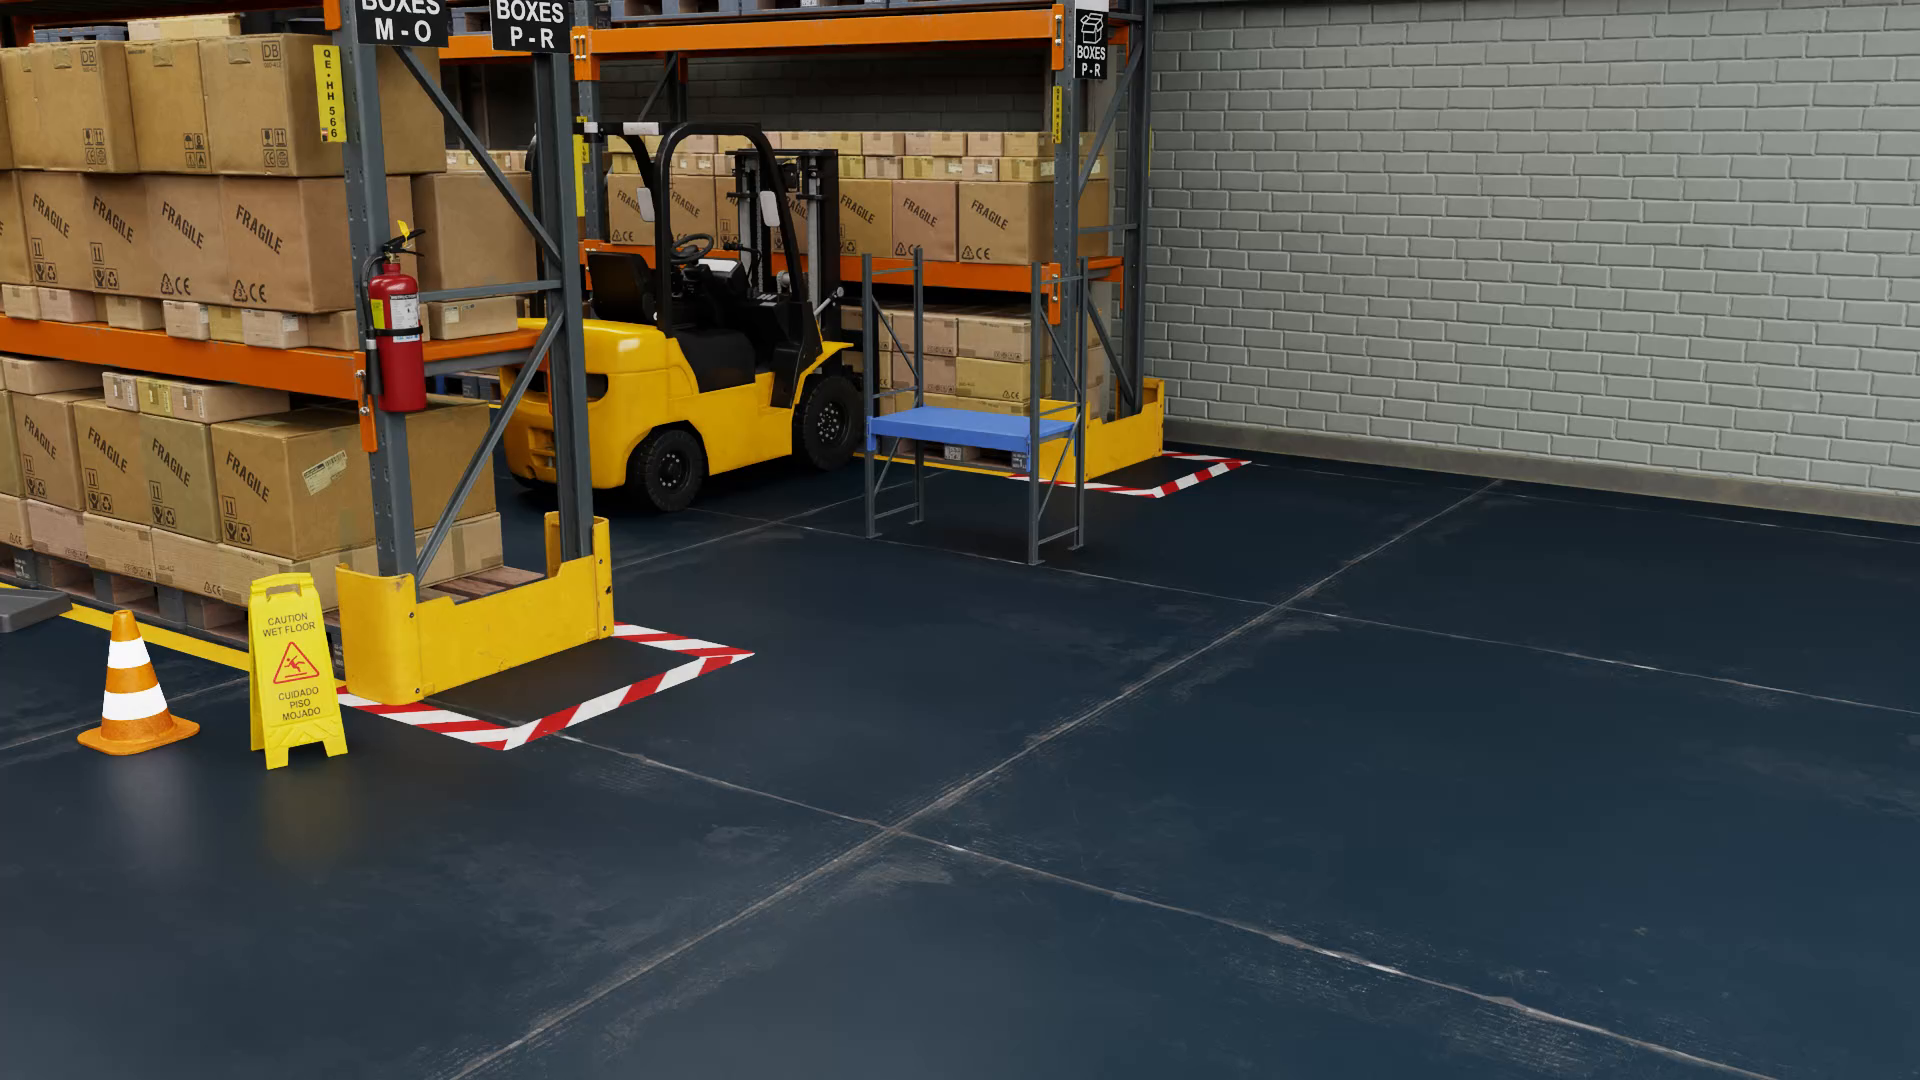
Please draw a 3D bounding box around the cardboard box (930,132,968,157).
[{"bbox_3d":[0.022,-2.513,10.557,0.250,0.149,0.380,10,17,34],"label":"cardboard box"}]

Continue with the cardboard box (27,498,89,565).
[{"bbox_3d":[-3.966,-0.085,7.774,0.500,0.250,0.500,9,16,32],"label":"cardboard box"}]

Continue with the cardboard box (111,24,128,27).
[{"bbox_3d":[-7.884,-4.984,15.912,0.250,0.149,0.380,9,16,31],"label":"cardboard box"}]

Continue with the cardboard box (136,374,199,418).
[{"bbox_3d":[-3.236,-0.626,7.049,0.250,0.149,0.380,10,17,34],"label":"cardboard box"}]

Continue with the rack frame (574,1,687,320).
[{"bbox_3d":[-2.428,-2.479,12.597,0.127,3.000,1.000,9,17,33],"label":"rack frame"}]

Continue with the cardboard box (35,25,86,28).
[{"bbox_3d":[-8.580,-4.963,15.829,0.250,0.149,0.380,9,17,33],"label":"cardboard box"}]

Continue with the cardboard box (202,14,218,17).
[{"bbox_3d":[-6.380,-4.631,14.528,0.250,0.149,0.380,9,16,32],"label":"cardboard box"}]

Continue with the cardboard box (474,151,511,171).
[{"bbox_3d":[-3.526,-2.927,12.849,0.250,0.149,0.380,9,16,31],"label":"cardboard box"}]

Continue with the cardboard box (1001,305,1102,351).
[{"bbox_3d":[0.598,-1.400,11.002,0.500,0.250,0.500,9,16,32],"label":"cardboard box"}]

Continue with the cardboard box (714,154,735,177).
[{"bbox_3d":[-1.483,-2.600,11.528,0.250,0.149,0.380,9,17,32],"label":"cardboard box"}]

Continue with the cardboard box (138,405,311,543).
[{"bbox_3d":[-3.122,-0.311,7.123,0.500,0.500,0.500,10,17,35],"label":"cardboard box"}]

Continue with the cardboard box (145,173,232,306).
[{"bbox_3d":[-2.893,-1.232,6.729,0.500,0.500,0.500,9,17,33],"label":"cardboard box"}]

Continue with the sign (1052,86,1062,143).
[{"bbox_3d":[0.576,-2.514,9.833,0.005,0.325,0.100,9,17,33],"label":"sign"}]

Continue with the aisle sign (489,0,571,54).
[{"bbox_3d":[-1.652,-2.268,6.333,0.004,0.787,0.394,9,17,33],"label":"aisle sign"}]

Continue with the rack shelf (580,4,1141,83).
[{"bbox_3d":[-0.769,-3.318,11.239,4.000,0.370,1.077,9,17,33],"label":"rack shelf"}]

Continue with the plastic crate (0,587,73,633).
[{"bbox_3d":[-4.350,0.302,7.436,0.583,0.080,0.402,3,14,14],"label":"plastic crate"}]

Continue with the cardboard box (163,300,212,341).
[{"bbox_3d":[-3.009,-0.917,6.809,0.250,0.149,0.380,10,17,34],"label":"cardboard box"}]

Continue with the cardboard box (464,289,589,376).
[{"bbox_3d":[-3.507,-1.704,13.532,0.625,0.625,0.875,9,17,32],"label":"cardboard box"}]

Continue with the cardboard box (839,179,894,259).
[{"bbox_3d":[-0.515,-2.145,11.039,0.500,0.500,0.500,9,16,32],"label":"cardboard box"}]

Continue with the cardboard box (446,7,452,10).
[{"bbox_3d":[-4.263,-4.434,13.652,0.250,0.166,0.380,9,17,33],"label":"cardboard box"}]

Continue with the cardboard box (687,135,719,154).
[{"bbox_3d":[-1.689,-2.781,11.637,0.250,0.149,0.380,10,17,34],"label":"cardboard box"}]

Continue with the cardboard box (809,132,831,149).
[{"bbox_3d":[-0.800,-2.661,11.155,0.250,0.149,0.380,9,17,34],"label":"cardboard box"}]

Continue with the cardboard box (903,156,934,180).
[{"bbox_3d":[-0.162,-2.408,10.750,0.250,0.149,0.380,9,17,32],"label":"cardboard box"}]

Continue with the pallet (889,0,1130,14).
[{"bbox_3d":[0.319,-3.456,10.484,1.213,0.211,1.003,9,17,33],"label":"pallet"}]

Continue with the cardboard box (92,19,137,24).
[{"bbox_3d":[-7.751,-4.818,15.244,0.250,0.149,0.380,10,17,34],"label":"cardboard box"}]

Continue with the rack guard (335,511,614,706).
[{"bbox_3d":[-1.939,0.250,6.771,0.348,0.500,1.175,9,17,33],"label":"rack guard"}]

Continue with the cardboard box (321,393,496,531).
[{"bbox_3d":[-2.411,-0.352,7.292,0.500,0.500,0.500,9,16,31],"label":"cardboard box"}]

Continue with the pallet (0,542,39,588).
[{"bbox_3d":[-4.618,-0.053,8.596,1.213,0.211,1.003,9,17,33],"label":"pallet"}]

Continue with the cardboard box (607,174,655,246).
[{"bbox_3d":[-2.206,-2.416,12.134,0.500,0.500,0.500,9,16,31],"label":"cardboard box"}]

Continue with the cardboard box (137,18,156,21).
[{"bbox_3d":[-7.229,-4.770,15.090,0.250,0.149,0.380,10,17,34],"label":"cardboard box"}]

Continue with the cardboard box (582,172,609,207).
[{"bbox_3d":[-2.978,-2.664,12.615,0.500,0.250,0.500,9,16,32],"label":"cardboard box"}]

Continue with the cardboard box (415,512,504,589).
[{"bbox_3d":[-2.391,0.015,7.369,0.500,0.250,0.500,9,17,32],"label":"cardboard box"}]

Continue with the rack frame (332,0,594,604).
[{"bbox_3d":[-1.876,-0.953,6.430,0.127,3.000,1.000,9,17,33],"label":"rack frame"}]

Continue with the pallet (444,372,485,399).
[{"bbox_3d":[-4.078,-1.380,13.960,1.213,0.211,1.003,9,17,33],"label":"pallet"}]

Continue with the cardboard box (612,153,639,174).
[{"bbox_3d":[-2.311,-2.748,12.122,0.250,0.149,0.380,9,16,32],"label":"cardboard box"}]

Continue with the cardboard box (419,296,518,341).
[{"bbox_3d":[-2.043,-0.918,6.811,0.250,0.149,0.380,9,17,33],"label":"cardboard box"}]

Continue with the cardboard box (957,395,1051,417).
[{"bbox_3d":[0.325,-0.812,10.710,0.500,0.250,0.500,9,17,33],"label":"cardboard box"}]

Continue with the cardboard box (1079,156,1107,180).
[{"bbox_3d":[0.754,-2.404,10.732,0.250,0.149,0.380,9,16,31],"label":"cardboard box"}]

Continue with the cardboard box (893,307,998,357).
[{"bbox_3d":[-0.092,-1.364,10.860,0.500,0.250,0.500,10,17,34],"label":"cardboard box"}]

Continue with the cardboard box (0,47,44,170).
[{"bbox_3d":[-3.655,-1.868,7.218,0.500,0.500,0.700,9,17,32],"label":"cardboard box"}]

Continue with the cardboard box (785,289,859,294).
[{"bbox_3d":[-1.071,-1.671,12.098,0.500,0.250,0.500,9,17,33],"label":"cardboard box"}]

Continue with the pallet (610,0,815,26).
[{"bbox_3d":[-1.706,-3.783,11.806,1.213,0.211,1.003,9,17,33],"label":"pallet"}]

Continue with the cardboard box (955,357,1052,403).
[{"bbox_3d":[0.312,-1.058,10.661,0.500,0.250,0.500,9,16,32],"label":"cardboard box"}]

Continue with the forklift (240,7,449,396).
[{"bbox_3d":[-3.895,-1.869,10.272,1.130,2.935,3.031,-3,14,-13],"label":"forklift"}]

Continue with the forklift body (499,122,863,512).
[{"bbox_3d":[-1.701,-1.422,10.090,1.214,2.155,2.313,9,17,33],"label":"forklift body"}]

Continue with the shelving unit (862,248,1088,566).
[{"bbox_3d":[0.071,-0.717,8.597,1.048,1.500,0.538,9,17,33],"label":"shelving unit"}]

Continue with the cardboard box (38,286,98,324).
[{"bbox_3d":[-3.832,-1.059,7.383,0.250,0.149,0.380,9,17,33],"label":"cardboard box"}]
